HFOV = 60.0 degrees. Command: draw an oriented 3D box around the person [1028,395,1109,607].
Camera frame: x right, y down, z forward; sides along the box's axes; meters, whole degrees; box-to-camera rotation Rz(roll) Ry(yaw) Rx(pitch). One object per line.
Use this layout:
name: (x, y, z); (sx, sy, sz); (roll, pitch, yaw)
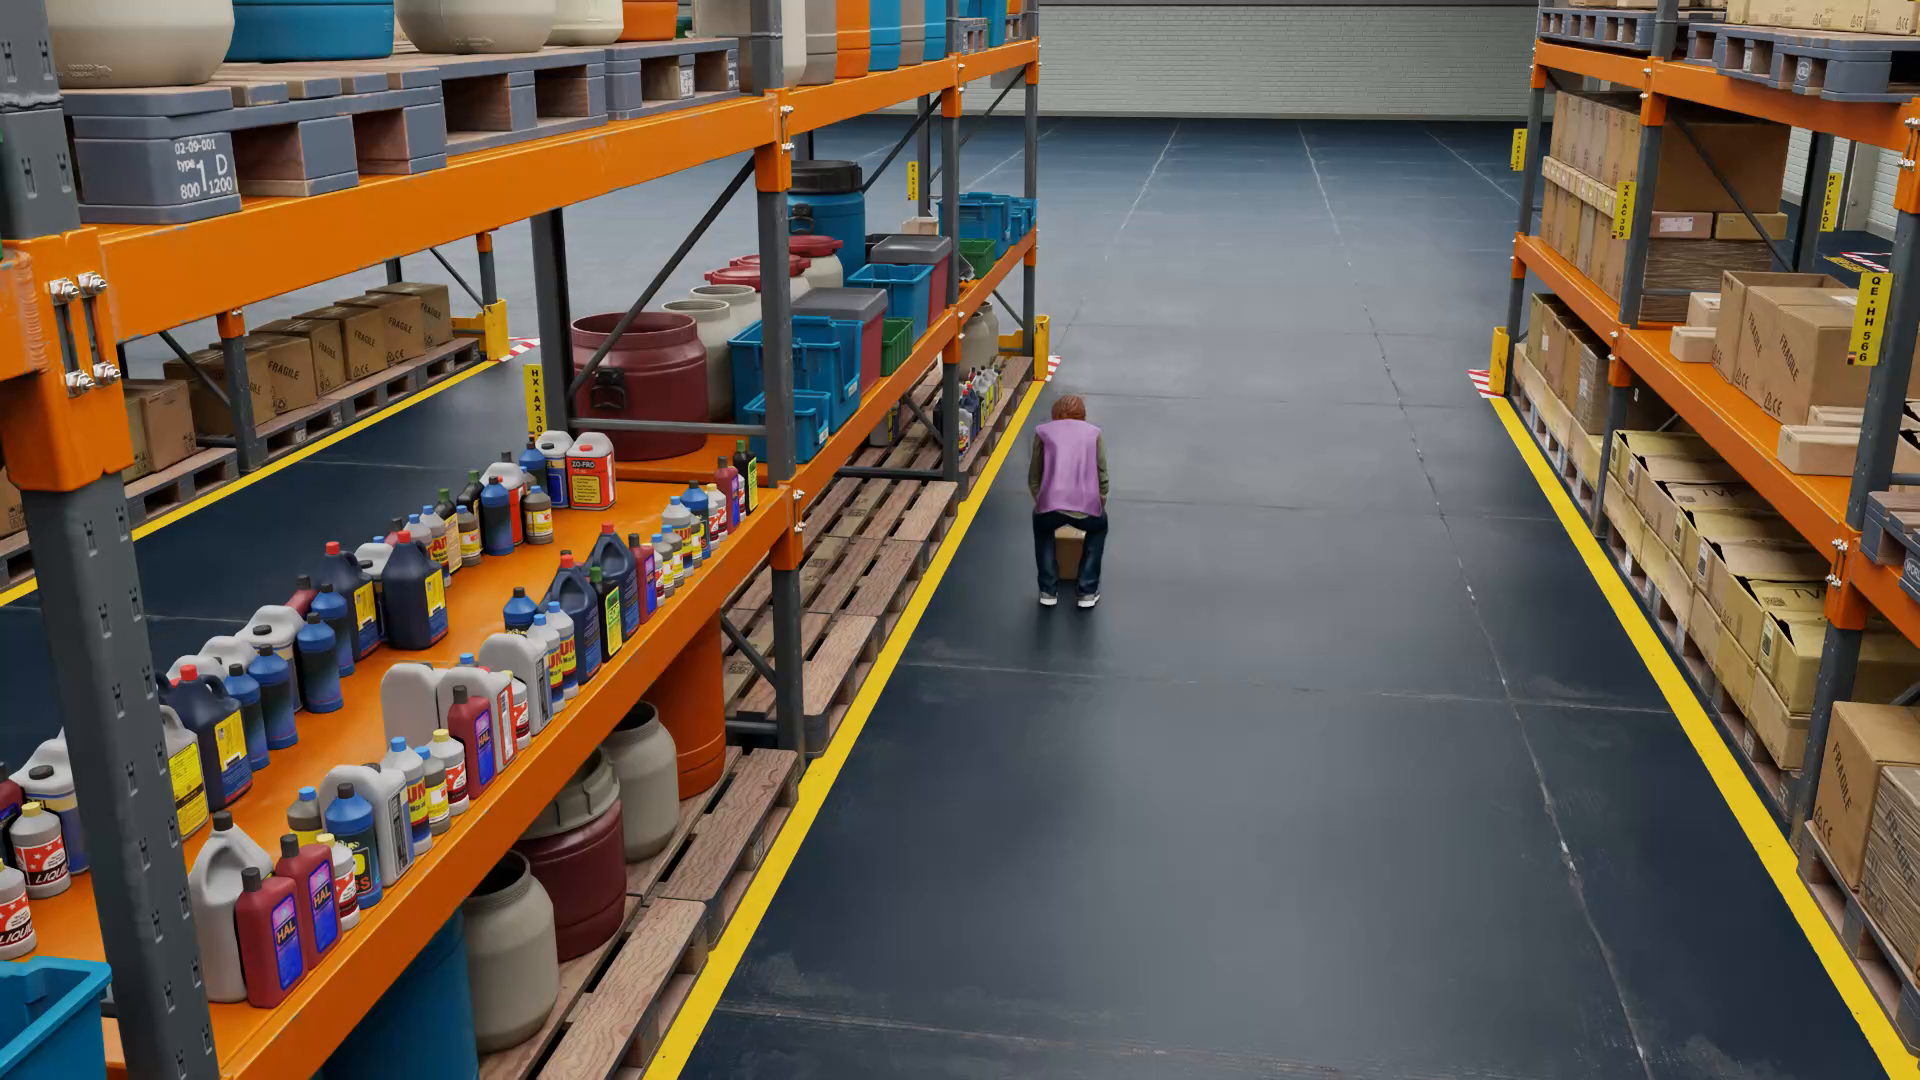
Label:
person: (0.576, -0.192, 9.023); (0.460, 1.061, 0.754); (3, 18, 9)
